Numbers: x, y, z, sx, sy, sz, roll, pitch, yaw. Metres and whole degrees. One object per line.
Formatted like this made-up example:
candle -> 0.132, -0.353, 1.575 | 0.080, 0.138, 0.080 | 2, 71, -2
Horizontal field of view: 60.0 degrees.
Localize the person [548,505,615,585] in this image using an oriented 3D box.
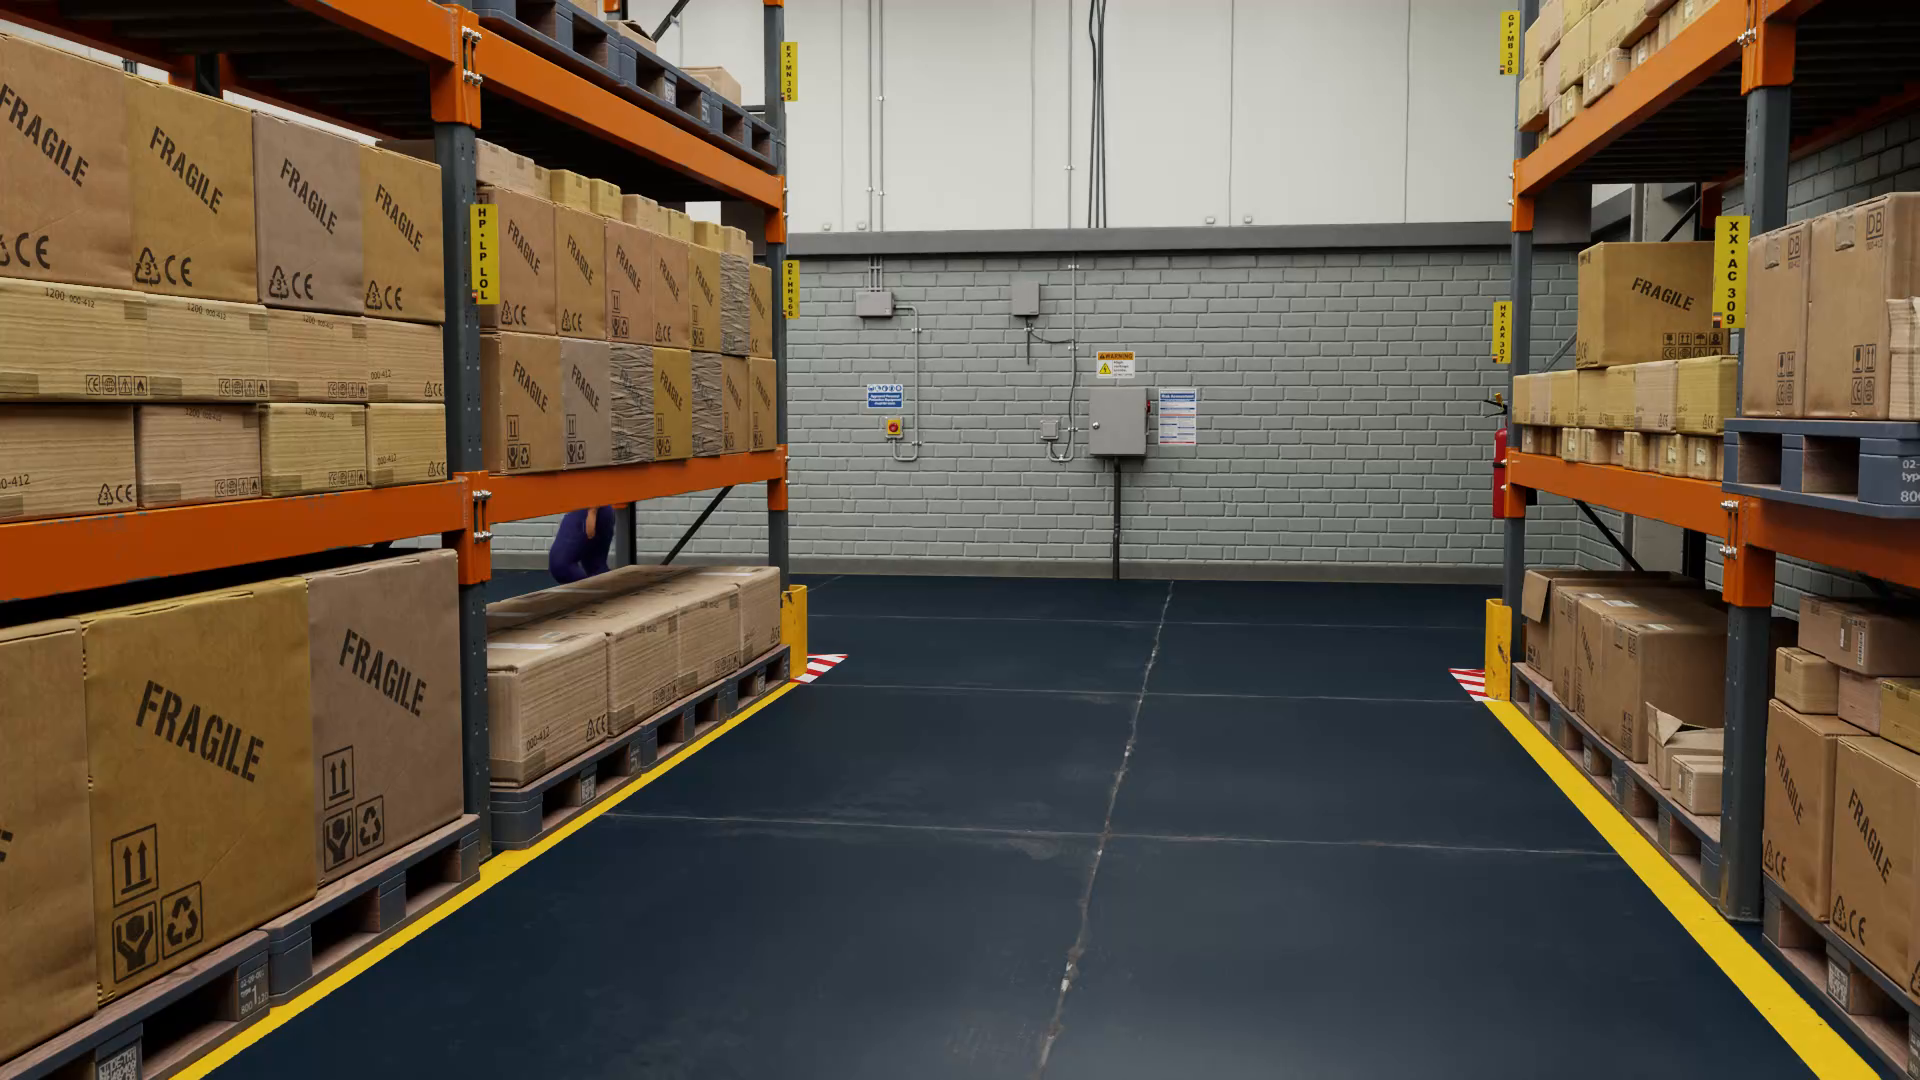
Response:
person -> -2.451, -0.162, 10.856 | 0.426, 1.660, 0.541 | 0, 5, -6
